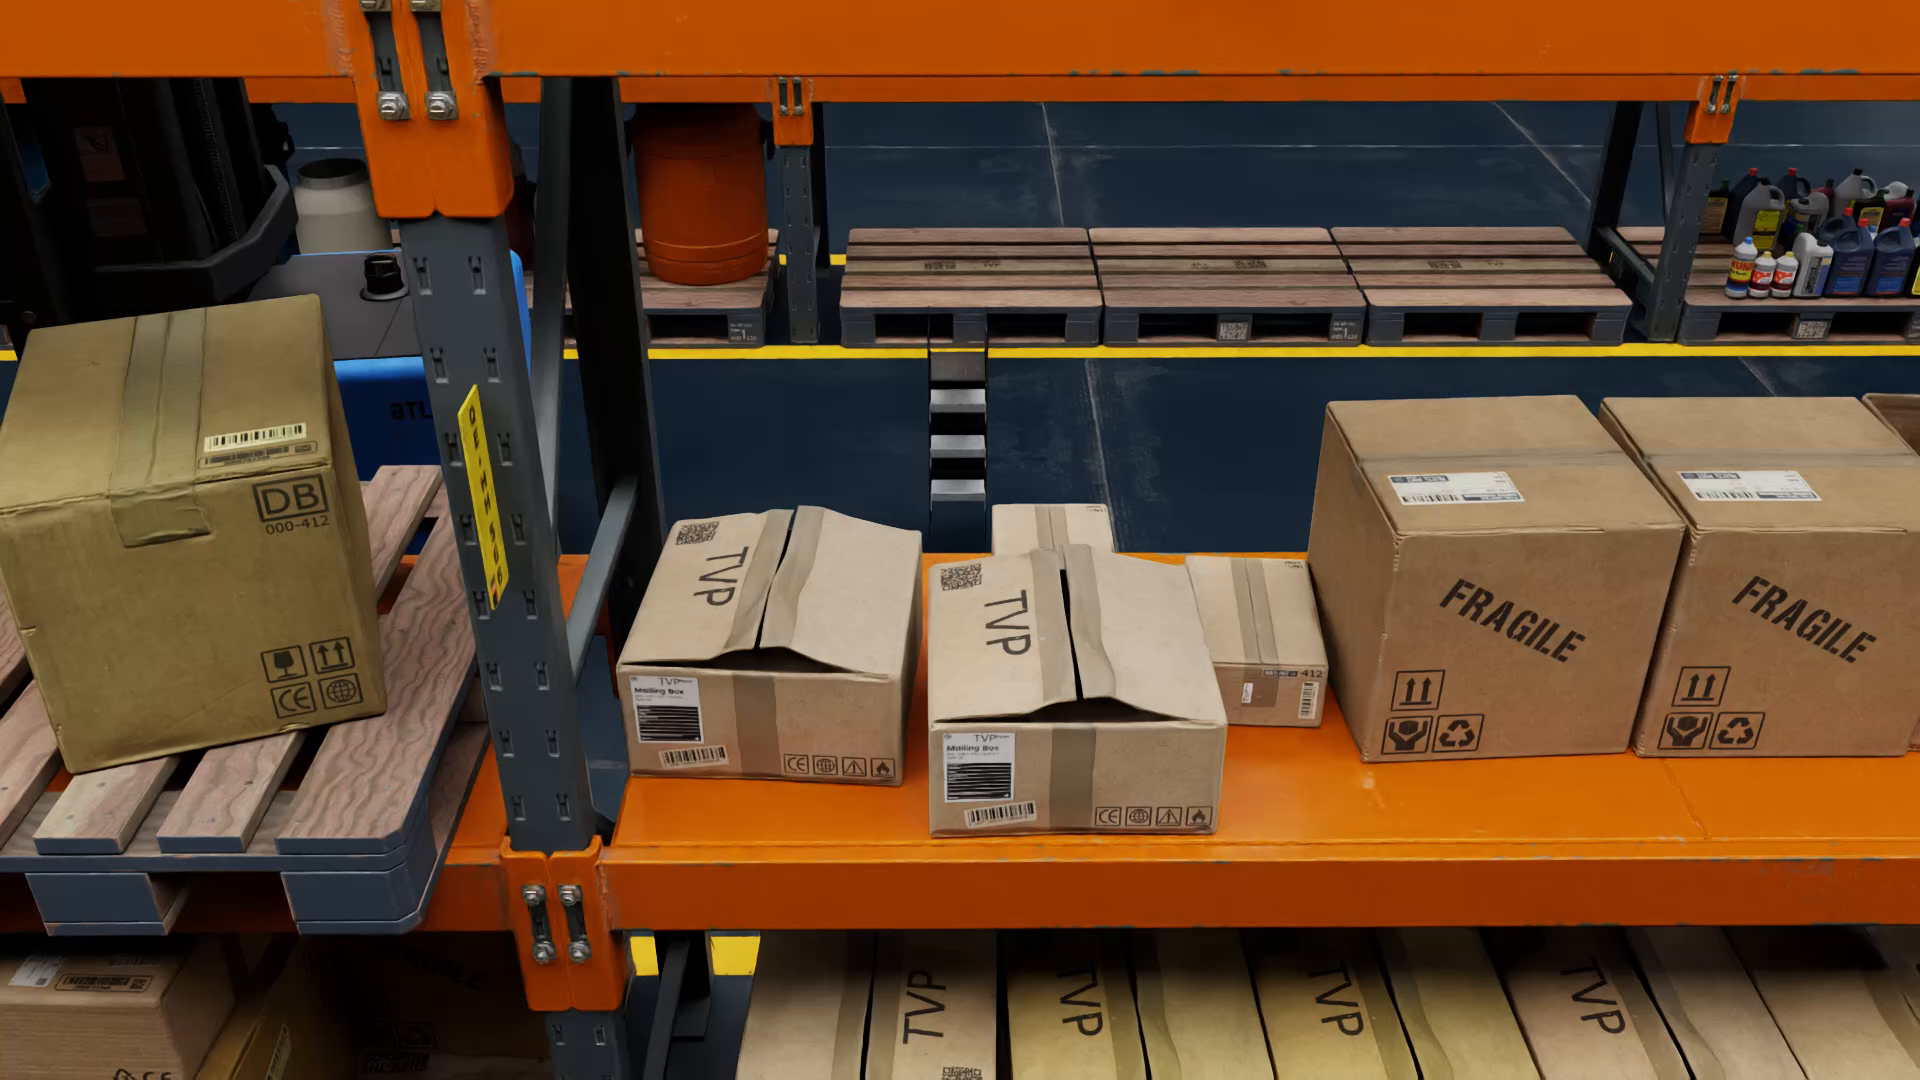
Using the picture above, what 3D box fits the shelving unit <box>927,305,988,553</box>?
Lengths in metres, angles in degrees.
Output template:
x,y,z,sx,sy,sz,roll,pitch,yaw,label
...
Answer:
x,y,z,sx,sy,sz,roll,pitch,yaw,label
-0.008,-0.385,6.017,0.210,0.900,0.258,0,31,0,shelving unit

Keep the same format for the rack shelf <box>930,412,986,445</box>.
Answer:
x,y,z,sx,sy,sz,roll,pitch,yaw,label
-0.008,-0.433,5.987,0.200,0.077,0.258,0,31,0,rack shelf

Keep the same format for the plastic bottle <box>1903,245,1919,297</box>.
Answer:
x,y,z,sx,sy,sz,roll,pitch,yaw,label
4.435,-1.256,7.622,0.133,0.283,0.061,1,31,2,plastic bottle

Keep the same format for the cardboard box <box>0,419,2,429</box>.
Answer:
x,y,z,sx,sy,sz,roll,pitch,yaw,label
-2.248,-0.138,3.085,0.500,0.500,0.700,6,32,9,cardboard box

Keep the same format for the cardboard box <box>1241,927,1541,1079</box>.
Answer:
x,y,z,sx,sy,sz,roll,pitch,yaw,label
0.858,1.020,3.382,0.500,0.311,0.500,-1,31,-2,cardboard box

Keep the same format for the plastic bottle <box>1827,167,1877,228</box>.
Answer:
x,y,z,sx,sy,sz,roll,pitch,yaw,label
4.428,-1.671,8.242,0.185,0.351,0.144,0,31,-1,plastic bottle

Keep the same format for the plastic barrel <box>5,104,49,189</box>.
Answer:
x,y,z,sx,sy,sz,roll,pitch,yaw,label
-4.185,-1.712,7.798,0.708,0.901,0.600,0,31,0,plastic barrel

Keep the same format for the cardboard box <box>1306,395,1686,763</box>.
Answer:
x,y,z,sx,sy,sz,roll,pitch,yaw,label
0.975,0.063,3.157,0.500,0.500,0.500,-2,31,-3,cardboard box

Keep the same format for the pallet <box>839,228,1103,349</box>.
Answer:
x,y,z,sx,sy,sz,roll,pitch,yaw,label
0.046,-1.240,8.090,1.213,0.211,1.003,0,31,0,pallet

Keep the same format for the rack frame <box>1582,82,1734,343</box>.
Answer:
x,y,z,sx,sy,sz,roll,pitch,yaw,label
3.271,-2.462,7.416,0.127,3.000,1.000,0,31,0,rack frame

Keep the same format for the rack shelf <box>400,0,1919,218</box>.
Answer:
x,y,z,sx,sy,sz,roll,pitch,yaw,label
1.297,-0.861,2.580,4.000,0.370,1.077,0,31,0,rack shelf

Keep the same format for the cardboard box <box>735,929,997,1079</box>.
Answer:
x,y,z,sx,sy,sz,roll,pitch,yaw,label
-0.177,1.027,3.371,0.500,0.311,0.500,1,31,1,cardboard box

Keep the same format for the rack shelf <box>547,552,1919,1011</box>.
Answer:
x,y,z,sx,sy,sz,roll,pitch,yaw,label
1.297,0.421,3.358,4.000,0.370,1.077,0,31,0,rack shelf

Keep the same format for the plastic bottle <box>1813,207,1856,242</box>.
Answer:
x,y,z,sx,sy,sz,roll,pitch,yaw,label
4.080,-1.380,7.762,0.185,0.351,0.144,0,31,0,plastic bottle

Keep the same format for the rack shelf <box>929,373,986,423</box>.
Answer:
x,y,z,sx,sy,sz,roll,pitch,yaw,label
-0.008,-0.510,5.940,0.200,0.077,0.258,0,31,0,rack shelf

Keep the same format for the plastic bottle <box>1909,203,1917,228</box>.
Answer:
x,y,z,sx,sy,sz,roll,pitch,yaw,label
4.708,-1.620,8.302,0.097,0.201,0.097,0,31,0,plastic bottle

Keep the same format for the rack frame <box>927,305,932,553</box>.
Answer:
x,y,z,sx,sy,sz,roll,pitch,yaw,label
-0.110,-0.384,6.016,0.006,0.900,0.240,0,31,0,rack frame

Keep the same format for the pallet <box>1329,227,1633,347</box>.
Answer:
x,y,z,sx,sy,sz,roll,pitch,yaw,label
2.486,-1.247,8.102,1.213,0.211,1.003,0,31,0,pallet

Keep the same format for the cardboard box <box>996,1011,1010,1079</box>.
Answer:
x,y,z,sx,sy,sz,roll,pitch,yaw,label
0.325,1.265,3.520,0.500,0.250,0.500,-1,31,-2,cardboard box

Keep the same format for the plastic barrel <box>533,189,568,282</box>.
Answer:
x,y,z,sx,sy,sz,roll,pitch,yaw,label
-1.782,-1.507,7.835,0.421,0.512,0.421,0,31,0,plastic barrel

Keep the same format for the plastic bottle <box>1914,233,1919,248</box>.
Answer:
x,y,z,sx,sy,sz,roll,pitch,yaw,label
4.416,-1.291,7.693,0.097,0.271,0.097,0,31,0,plastic bottle

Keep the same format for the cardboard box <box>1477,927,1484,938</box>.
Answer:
x,y,z,sx,sy,sz,roll,pitch,yaw,label
1.345,0.741,3.842,0.500,0.311,0.500,1,31,1,cardboard box

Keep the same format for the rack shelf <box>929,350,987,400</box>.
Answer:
x,y,z,sx,sy,sz,roll,pitch,yaw,label
-0.008,-0.587,5.894,0.200,0.077,0.258,0,31,0,rack shelf

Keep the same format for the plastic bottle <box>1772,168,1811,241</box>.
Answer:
x,y,z,sx,sy,sz,roll,pitch,yaw,label
4.105,-1.670,8.240,0.185,0.351,0.144,-2,31,-3,plastic bottle

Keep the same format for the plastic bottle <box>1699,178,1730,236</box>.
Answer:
x,y,z,sx,sy,sz,roll,pitch,yaw,label
3.750,-1.661,8.291,0.133,0.283,0.061,1,31,2,plastic bottle

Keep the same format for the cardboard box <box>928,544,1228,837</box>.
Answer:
x,y,z,sx,sy,sz,roll,pitch,yaw,label
0.193,0.256,3.023,0.500,0.311,0.500,-1,31,-1,cardboard box

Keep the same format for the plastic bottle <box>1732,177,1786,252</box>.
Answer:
x,y,z,sx,sy,sz,roll,pitch,yaw,label
3.914,-1.594,8.116,0.185,0.351,0.144,0,31,0,plastic bottle

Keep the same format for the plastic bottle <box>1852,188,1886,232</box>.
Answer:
x,y,z,sx,sy,sz,roll,pitch,yaw,label
4.454,-1.589,8.171,0.133,0.283,0.061,0,31,0,plastic bottle

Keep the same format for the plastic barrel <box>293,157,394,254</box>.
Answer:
x,y,z,sx,sy,sz,roll,pitch,yaw,label
-2.912,-1.503,7.830,0.421,0.512,0.421,0,31,0,plastic barrel

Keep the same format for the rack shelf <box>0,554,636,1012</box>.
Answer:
x,y,z,sx,sy,sz,roll,pitch,yaw,label
-2.703,0.434,3.337,4.000,0.370,1.077,0,31,0,rack shelf

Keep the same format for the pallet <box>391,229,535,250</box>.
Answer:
x,y,z,sx,sy,sz,roll,pitch,yaw,label
-2.734,-1.231,8.075,1.213,0.211,1.003,0,31,0,pallet

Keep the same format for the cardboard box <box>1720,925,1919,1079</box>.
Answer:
x,y,z,sx,sy,sz,roll,pitch,yaw,label
1.874,1.019,3.384,0.500,0.311,0.500,0,31,0,cardboard box

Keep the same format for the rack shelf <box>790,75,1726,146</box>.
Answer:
x,y,z,sx,sy,sz,roll,pitch,yaw,label
1.271,-2.148,7.592,4.000,0.370,1.077,0,31,0,rack shelf

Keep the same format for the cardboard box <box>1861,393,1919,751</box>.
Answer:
x,y,z,sx,sy,sz,roll,pitch,yaw,label
2.002,0.060,3.163,0.500,0.500,0.500,2,31,3,cardboard box

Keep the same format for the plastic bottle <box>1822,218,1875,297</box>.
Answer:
x,y,z,sx,sy,sz,roll,pitch,yaw,label
4.080,-1.305,7.639,0.185,0.351,0.144,1,31,1,plastic bottle

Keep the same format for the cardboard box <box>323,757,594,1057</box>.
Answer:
x,y,z,sx,sy,sz,roll,pitch,yaw,label
-1.160,0.854,3.937,0.500,0.500,0.500,1,31,2,cardboard box

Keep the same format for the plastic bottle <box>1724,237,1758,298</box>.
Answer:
x,y,z,sx,sy,sz,roll,pitch,yaw,label
3.592,-1.257,7.637,0.097,0.271,0.097,0,31,0,plastic bottle

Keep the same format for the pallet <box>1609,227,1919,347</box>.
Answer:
x,y,z,sx,sy,sz,roll,pitch,yaw,label
3.943,-1.250,8.107,1.213,0.211,1.003,0,31,0,pallet

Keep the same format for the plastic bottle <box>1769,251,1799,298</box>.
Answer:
x,y,z,sx,sy,sz,roll,pitch,yaw,label
3.795,-1.228,7.656,0.097,0.201,0.097,0,31,0,plastic bottle

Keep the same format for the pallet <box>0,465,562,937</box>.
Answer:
x,y,z,sx,sy,sz,roll,pitch,yaw,label
-1.380,0.240,3.147,1.003,0.211,1.213,0,31,0,pallet

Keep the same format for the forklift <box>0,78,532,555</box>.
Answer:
x,y,z,sx,sy,sz,roll,pitch,yaw,label
-2.990,-1.045,5.147,3.031,2.935,1.130,-4,31,-7,forklift
